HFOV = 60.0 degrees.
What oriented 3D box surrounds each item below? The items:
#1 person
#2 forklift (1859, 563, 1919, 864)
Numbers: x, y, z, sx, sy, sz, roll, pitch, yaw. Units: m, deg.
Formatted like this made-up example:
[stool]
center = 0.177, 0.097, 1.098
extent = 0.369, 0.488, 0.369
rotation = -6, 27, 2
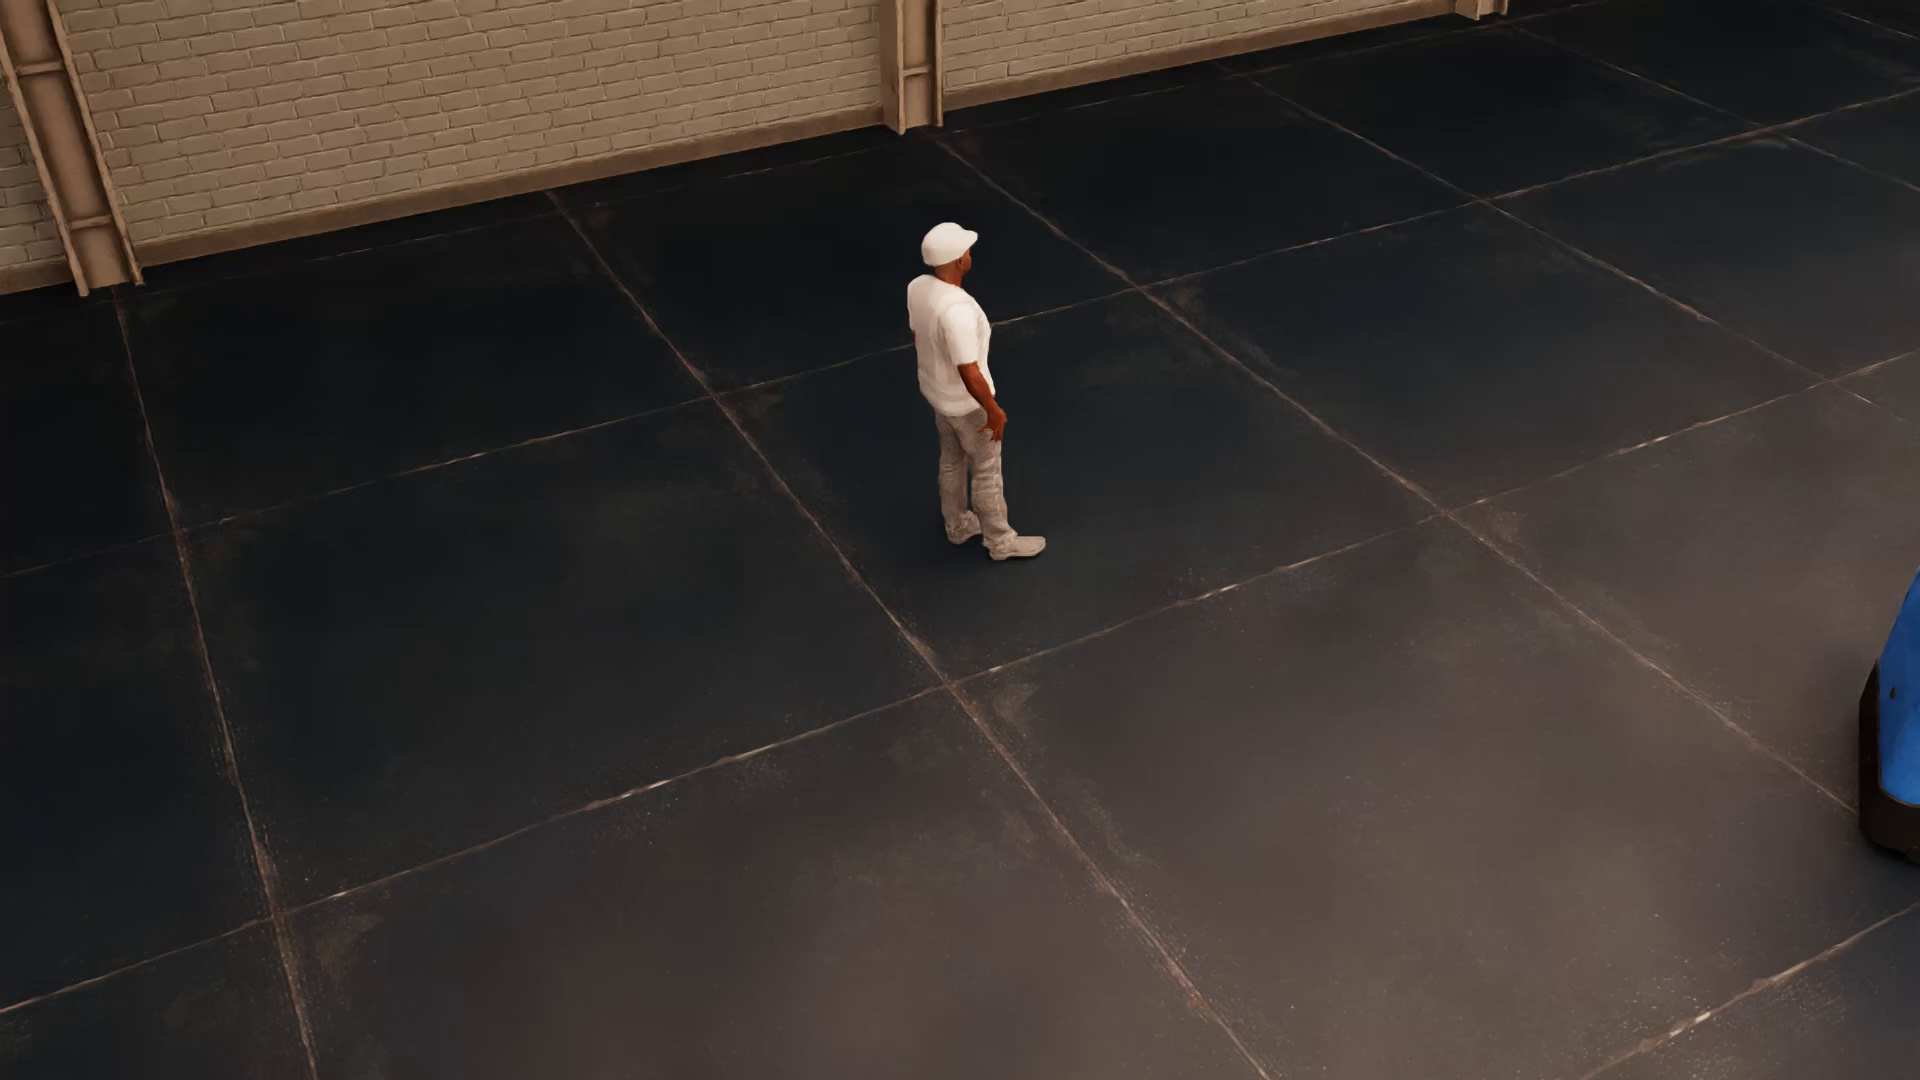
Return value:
[person]
center = 0.064, -0.743, 8.171
extent = 0.576, 1.766, 0.665
rotation = -17, 39, -23
[forklift]
center = 5.274, 0.167, 5.887
extent = 3.031, 2.935, 1.130
rotation = 14, 38, 19
